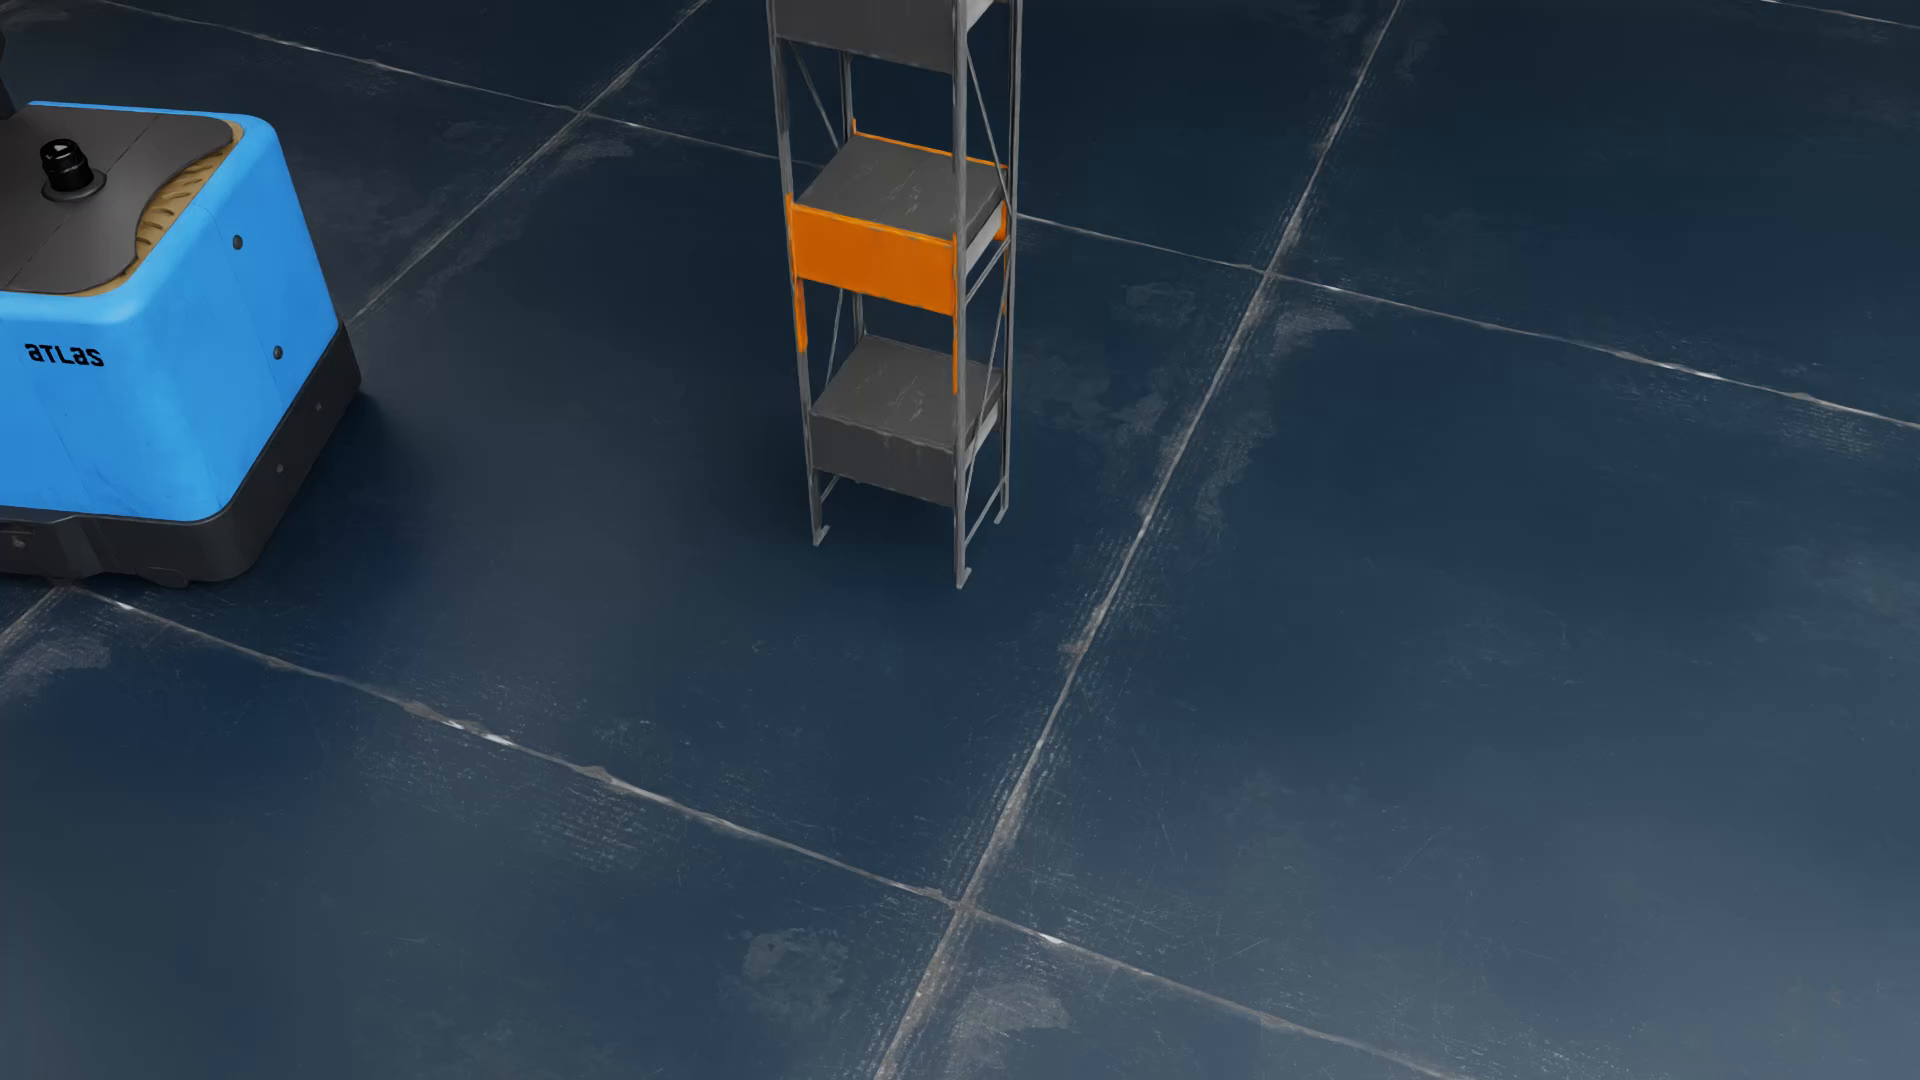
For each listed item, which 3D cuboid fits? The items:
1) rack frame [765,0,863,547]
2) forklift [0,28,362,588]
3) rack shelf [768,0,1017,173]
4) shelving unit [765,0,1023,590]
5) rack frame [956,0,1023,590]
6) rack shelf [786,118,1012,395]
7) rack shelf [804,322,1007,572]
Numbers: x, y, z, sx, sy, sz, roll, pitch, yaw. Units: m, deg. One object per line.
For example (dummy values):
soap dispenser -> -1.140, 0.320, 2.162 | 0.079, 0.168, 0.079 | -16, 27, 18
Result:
rack frame -> -0.378, -0.856, 4.621 | 0.015, 2.100, 0.400 | 16, 47, 16
forklift -> -3.604, -1.350, 4.529 | 3.031, 2.935, 1.130 | 5, 45, 5
rack shelf -> -0.153, -1.276, 4.070 | 0.480, 0.518, 0.431 | 16, 47, 16
shelving unit -> -0.153, -0.789, 4.555 | 0.503, 2.100, 0.431 | 16, 47, 16
rack frame -> 0.072, -0.723, 4.488 | 0.015, 2.100, 0.400 | 16, 47, 16
rack shelf -> -0.153, -0.780, 4.564 | 0.480, 0.518, 0.431 | 16, 47, 16
rack shelf -> -0.153, -0.283, 5.058 | 0.480, 0.518, 0.431 | 16, 47, 16
